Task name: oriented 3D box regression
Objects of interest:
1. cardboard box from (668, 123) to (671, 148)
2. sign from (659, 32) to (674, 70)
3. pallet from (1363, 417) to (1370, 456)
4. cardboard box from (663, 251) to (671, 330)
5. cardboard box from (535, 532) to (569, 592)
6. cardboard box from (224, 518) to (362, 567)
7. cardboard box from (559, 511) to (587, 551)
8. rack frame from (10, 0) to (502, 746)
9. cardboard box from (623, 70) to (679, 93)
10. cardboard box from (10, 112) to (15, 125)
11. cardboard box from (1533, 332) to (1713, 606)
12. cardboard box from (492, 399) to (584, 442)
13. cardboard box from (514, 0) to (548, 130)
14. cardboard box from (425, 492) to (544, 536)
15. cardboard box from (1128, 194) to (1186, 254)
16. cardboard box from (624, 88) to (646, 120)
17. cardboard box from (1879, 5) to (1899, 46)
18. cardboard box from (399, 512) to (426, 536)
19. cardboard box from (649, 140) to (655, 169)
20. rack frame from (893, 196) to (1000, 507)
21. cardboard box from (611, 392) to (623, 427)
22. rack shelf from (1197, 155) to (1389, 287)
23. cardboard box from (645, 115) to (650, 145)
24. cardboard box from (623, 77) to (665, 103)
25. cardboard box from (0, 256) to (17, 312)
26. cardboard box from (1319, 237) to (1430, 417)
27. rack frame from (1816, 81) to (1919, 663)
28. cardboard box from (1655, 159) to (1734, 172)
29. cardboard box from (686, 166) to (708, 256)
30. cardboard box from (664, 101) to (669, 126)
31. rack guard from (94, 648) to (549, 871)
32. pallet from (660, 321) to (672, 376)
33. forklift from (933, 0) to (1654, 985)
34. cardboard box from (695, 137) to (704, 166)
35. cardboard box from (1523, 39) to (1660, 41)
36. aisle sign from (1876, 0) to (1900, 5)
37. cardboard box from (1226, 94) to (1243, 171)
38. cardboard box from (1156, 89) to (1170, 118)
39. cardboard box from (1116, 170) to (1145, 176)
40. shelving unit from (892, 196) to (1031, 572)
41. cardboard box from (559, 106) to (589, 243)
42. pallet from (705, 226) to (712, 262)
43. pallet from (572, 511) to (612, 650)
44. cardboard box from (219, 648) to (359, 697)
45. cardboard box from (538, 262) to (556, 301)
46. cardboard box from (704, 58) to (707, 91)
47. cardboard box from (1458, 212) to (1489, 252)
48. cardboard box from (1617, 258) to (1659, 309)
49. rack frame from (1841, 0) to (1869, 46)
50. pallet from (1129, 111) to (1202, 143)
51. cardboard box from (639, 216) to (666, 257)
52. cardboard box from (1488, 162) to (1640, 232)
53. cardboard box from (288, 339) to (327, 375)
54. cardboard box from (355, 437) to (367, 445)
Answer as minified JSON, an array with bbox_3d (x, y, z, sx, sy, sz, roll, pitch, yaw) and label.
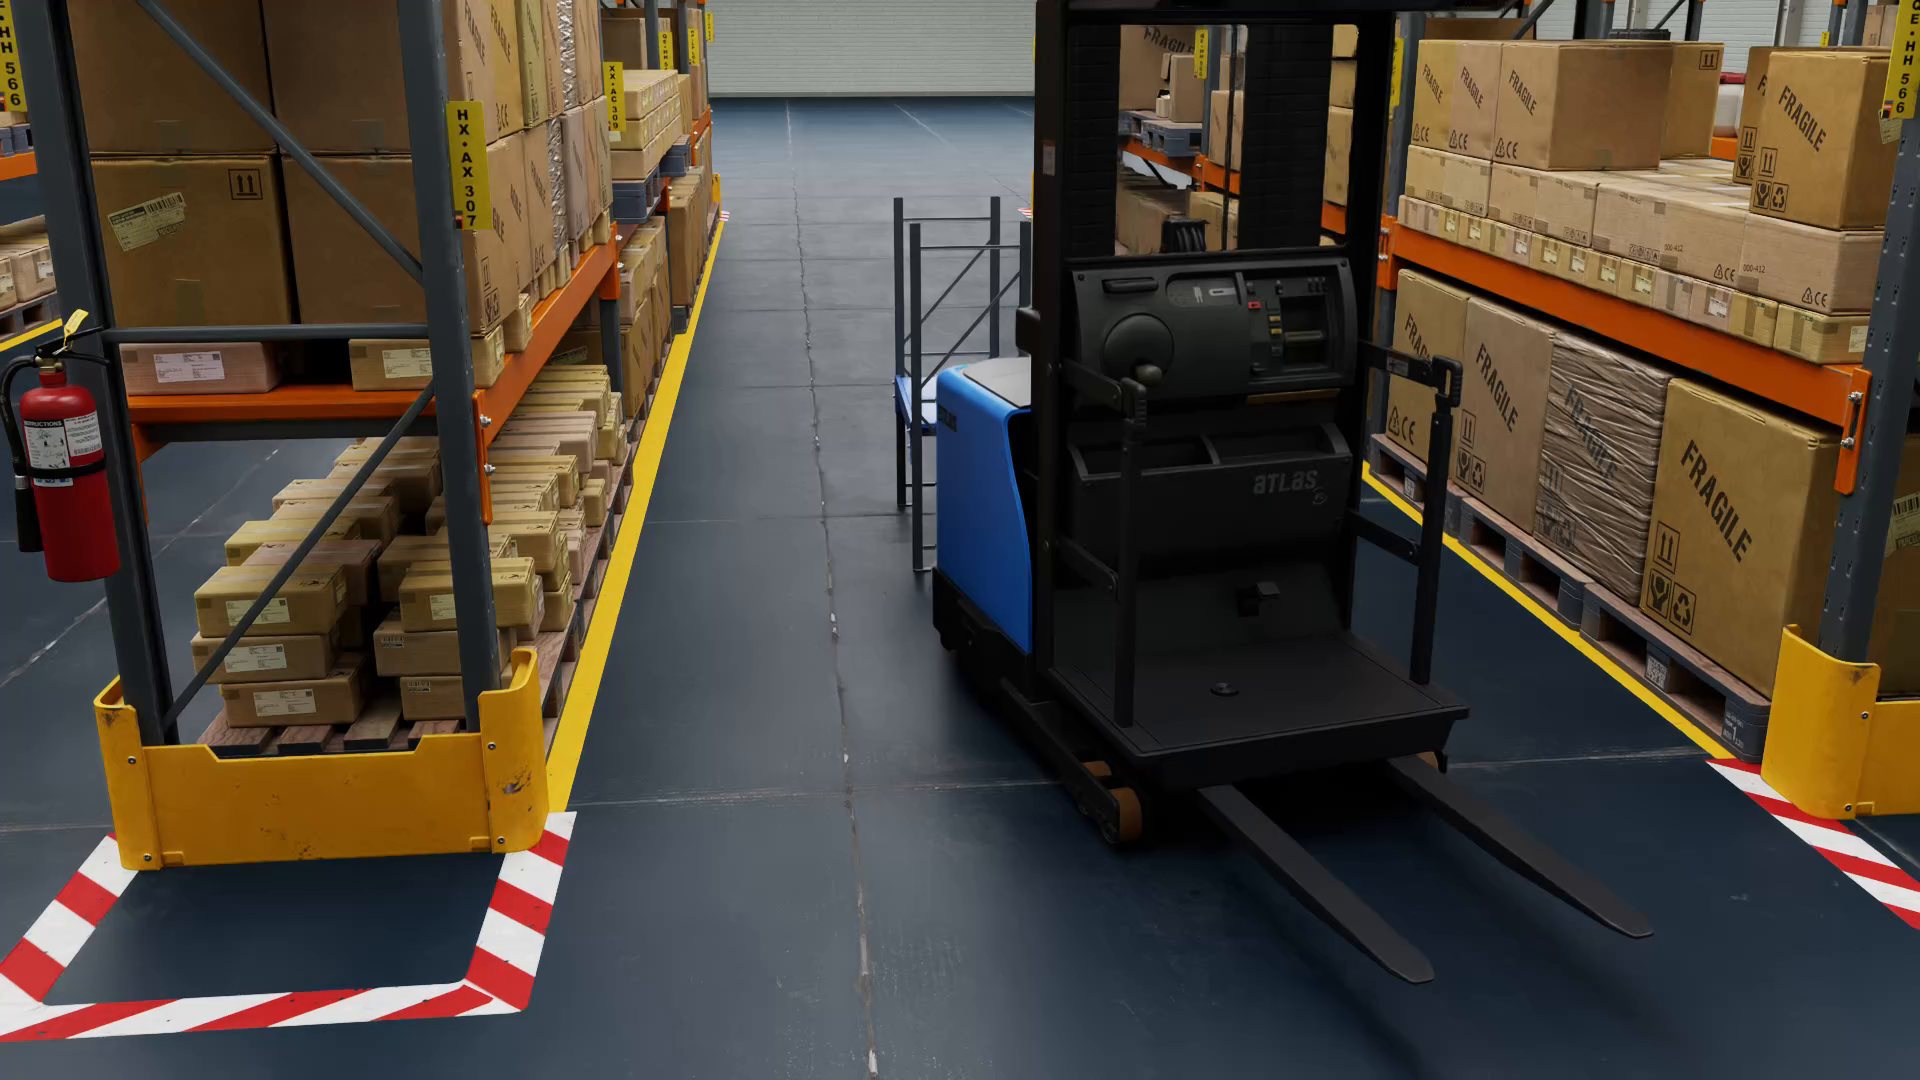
[{"bbox_3d":[-2.031,-2.567,10.564,0.380,0.149,0.250,-3,18,-8],"label":"cardboard box"},{"bbox_3d":[-2.103,-3.459,11.885,0.100,0.325,0.005,-2,18,-6],"label":"sign"},{"bbox_3d":[2.560,-0.753,9.723,1.003,0.211,1.213,-2,18,-6],"label":"pallet"},{"bbox_3d":[-2.314,-1.744,11.697,0.500,0.500,0.500,-2,18,-6],"label":"cardboard box"},{"bbox_3d":[-1.619,0.080,5.977,0.380,0.149,0.250,-1,17,-4],"label":"cardboard box"},{"bbox_3d":[-2.245,0.035,5.622,0.380,0.149,0.250,-2,18,-7],"label":"cardboard box"},{"bbox_3d":[-1.725,-0.007,6.752,0.380,0.149,0.250,-2,18,-6],"label":"cardboard box"},{"bbox_3d":[-1.816,-0.541,4.392,1.000,3.000,0.127,-2,18,-6],"label":"rack frame"},{"bbox_3d":[-2.135,-3.157,11.450,0.380,0.149,0.250,-2,18,-8],"label":"cardboard box"},{"bbox_3d":[-7.492,-3.245,12.722,0.380,0.149,0.250,-1,17,-2],"label":"cardboard box"},{"bbox_3d":[2.888,-0.310,6.503,0.875,0.875,0.875,-2,18,-6],"label":"cardboard box"},{"bbox_3d":[-1.886,-0.530,7.423,0.380,0.149,0.250,-1,17,-4],"label":"cardboard box"},{"bbox_3d":[-1.688,-1.655,5.609,0.500,0.500,0.500,-2,18,-7],"label":"cardboard box"},{"bbox_3d":[-1.687,-0.060,5.926,0.380,0.149,0.250,-3,18,-8],"label":"cardboard box"},{"bbox_3d":[1.962,-2.930,15.441,0.700,0.500,0.500,-2,18,-6],"label":"cardboard box"},{"bbox_3d":[-1.812,-2.229,8.493,0.380,0.149,0.250,-1,17,-3],"label":"cardboard box"},{"bbox_3d":[11.432,-6.091,19.737,0.700,0.500,0.500,-2,18,-7],"label":"cardboard box"},{"bbox_3d":[-2.284,-0.057,6.413,0.380,0.149,0.250,-1,17,-3],"label":"cardboard box"},{"bbox_3d":[-1.868,-2.102,9.082,0.380,0.149,0.250,-2,18,-5],"label":"cardboard box"},{"bbox_3d":[-0.061,-0.892,8.016,0.500,1.500,0.032,-2,18,-6],"label":"rack frame"},{"bbox_3d":[-1.880,-0.631,8.240,0.380,0.149,0.250,-1,17,-5],"label":"cardboard box"},{"bbox_3d":[2.509,-2.108,10.586,1.077,0.370,4.000,-2,18,-6],"label":"rack shelf"},{"bbox_3d":[-1.841,-2.164,8.783,0.380,0.149,0.250,-2,18,-7],"label":"cardboard box"},{"bbox_3d":[-1.978,-2.694,9.975,0.380,0.149,0.250,-1,17,-4],"label":"cardboard box"},{"bbox_3d":[-7.603,-1.857,12.269,0.950,0.372,0.625,-3,18,-9],"label":"cardboard box"},{"bbox_3d":[2.629,-1.232,9.441,1.225,0.875,0.875,-2,18,-5],"label":"cardboard box"},{"bbox_3d":[3.128,-0.664,4.784,1.000,3.000,0.127,-2,18,-6],"label":"rack frame"},{"bbox_3d":[3.130,-1.496,7.190,0.500,0.250,0.500,-1,17,-5],"label":"cardboard box"},{"bbox_3d":[-2.901,-3.061,15.474,1.050,0.750,0.750,-2,18,-6],"label":"cardboard box"},{"bbox_3d":[-2.002,-2.629,10.266,0.380,0.149,0.250,-1,17,-4],"label":"cardboard box"},{"bbox_3d":[-1.824,0.629,4.839,1.175,0.500,0.348,-2,18,-6],"label":"rack guard"},{"bbox_3d":[-2.562,-1.361,11.660,1.003,0.211,1.213,-2,18,-6],"label":"pallet"},{"bbox_3d":[0.851,-0.648,4.847,1.130,2.935,3.031,-6,18,-18],"label":"forklift"},{"bbox_3d":[-3.146,-3.761,17.494,0.875,0.875,0.875,-2,18,-5],"label":"cardboard box"},{"bbox_3d":[3.028,-2.155,8.036,0.500,0.500,0.500,-1,17,-4],"label":"cardboard box"},{"bbox_3d":[11.616,-7.005,20.641,0.394,0.787,0.004,-2,18,-6],"label":"aisle sign"},{"bbox_3d":[2.137,-2.788,11.384,0.500,0.500,0.500,-2,18,-7],"label":"cardboard box"},{"bbox_3d":[1.862,-3.672,13.889,0.396,0.266,0.258,-2,18,-7],"label":"cardboard box"},{"bbox_3d":[1.680,-3.720,17.991,0.500,0.500,0.500,-3,18,-11],"label":"cardboard box"},{"bbox_3d":[-0.009,-0.741,7.533,0.538,1.500,1.048,-2,18,-6],"label":"shelving unit"},{"bbox_3d":[-1.796,-1.484,6.732,0.500,0.500,0.500,-2,18,-6],"label":"cardboard box"},{"bbox_3d":[-3.055,-3.015,16.927,1.003,0.211,1.213,-2,18,-6],"label":"pallet"},{"bbox_3d":[-1.996,0.161,6.811,1.003,0.211,1.213,-2,18,-6],"label":"pallet"},{"bbox_3d":[-2.205,0.395,5.469,0.380,0.149,0.250,-1,17,-4],"label":"cardboard box"},{"bbox_3d":[-1.735,-0.991,6.245,0.380,0.149,0.250,-1,17,-4],"label":"cardboard box"},{"bbox_3d":[-3.383,-5.270,19.206,0.875,0.550,0.550,-2,18,-6],"label":"cardboard box"},{"bbox_3d":[2.498,-1.402,7.556,0.380,0.149,0.250,-2,18,-7],"label":"cardboard box"},{"bbox_3d":[2.656,-0.944,6.096,0.380,0.149,0.250,-2,18,-7],"label":"cardboard box"},{"bbox_3d":[7.229,-3.200,12.864,1.000,3.000,0.127,-2,18,-6],"label":"rack frame"},{"bbox_3d":[2.057,-3.544,14.279,1.003,0.211,1.213,-2,18,-6],"label":"pallet"},{"bbox_3d":[-2.310,-2.094,11.560,0.500,0.250,0.500,-2,18,-7],"label":"cardboard box"},{"bbox_3d":[2.608,-1.476,7.123,0.500,0.250,0.500,-1,17,-4],"label":"cardboard box"},{"bbox_3d":[-2.119,-0.585,4.951,0.380,0.149,0.250,-2,18,-6],"label":"cardboard box"},{"bbox_3d":[-2.360,-0.435,7.118,0.380,0.149,0.250,-1,17,-4],"label":"cardboard box"}]
